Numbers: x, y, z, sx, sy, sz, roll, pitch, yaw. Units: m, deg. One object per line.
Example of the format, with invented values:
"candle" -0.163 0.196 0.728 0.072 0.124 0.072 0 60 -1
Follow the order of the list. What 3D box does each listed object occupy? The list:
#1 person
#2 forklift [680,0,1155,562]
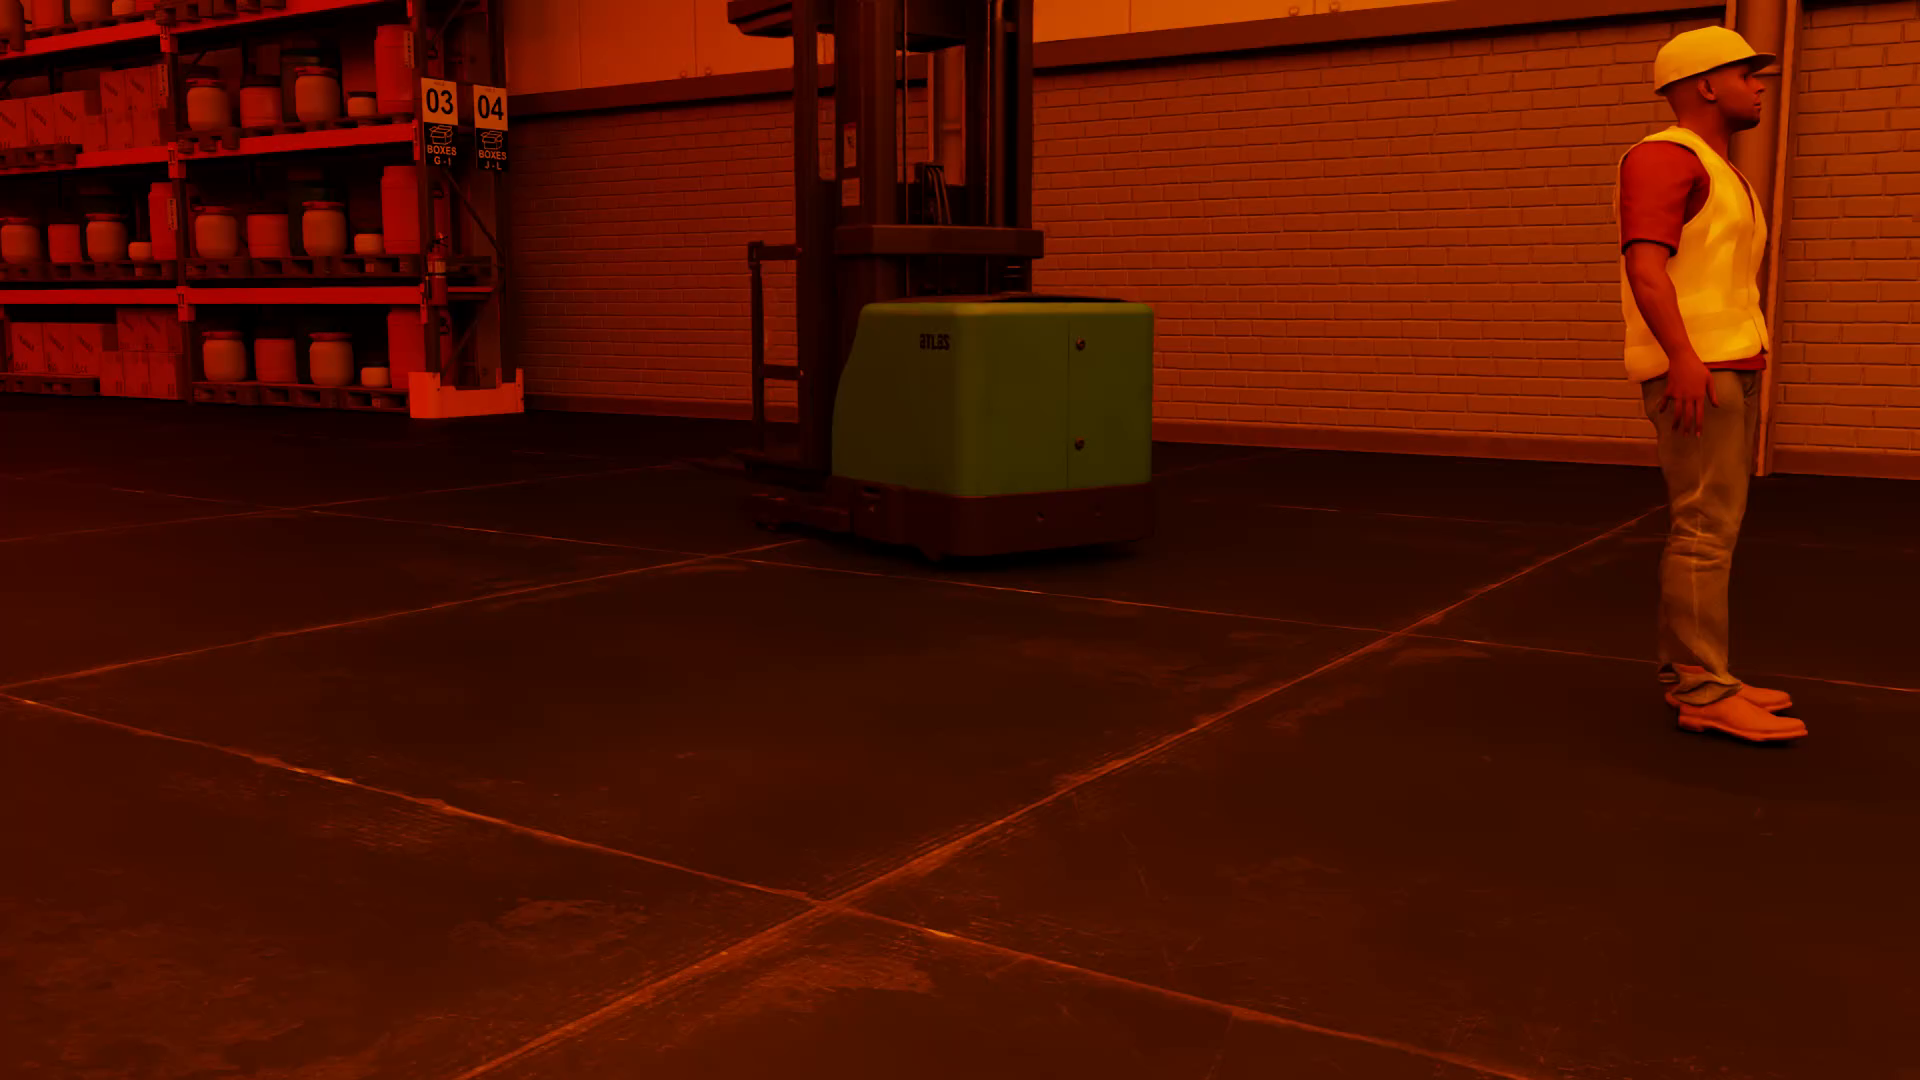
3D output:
"person" 1.978 -0.424 4.272 0.563 1.768 0.664 6 10 37
"forklift" -0.410 -1.526 7.922 1.130 2.935 3.031 -6 10 -34
